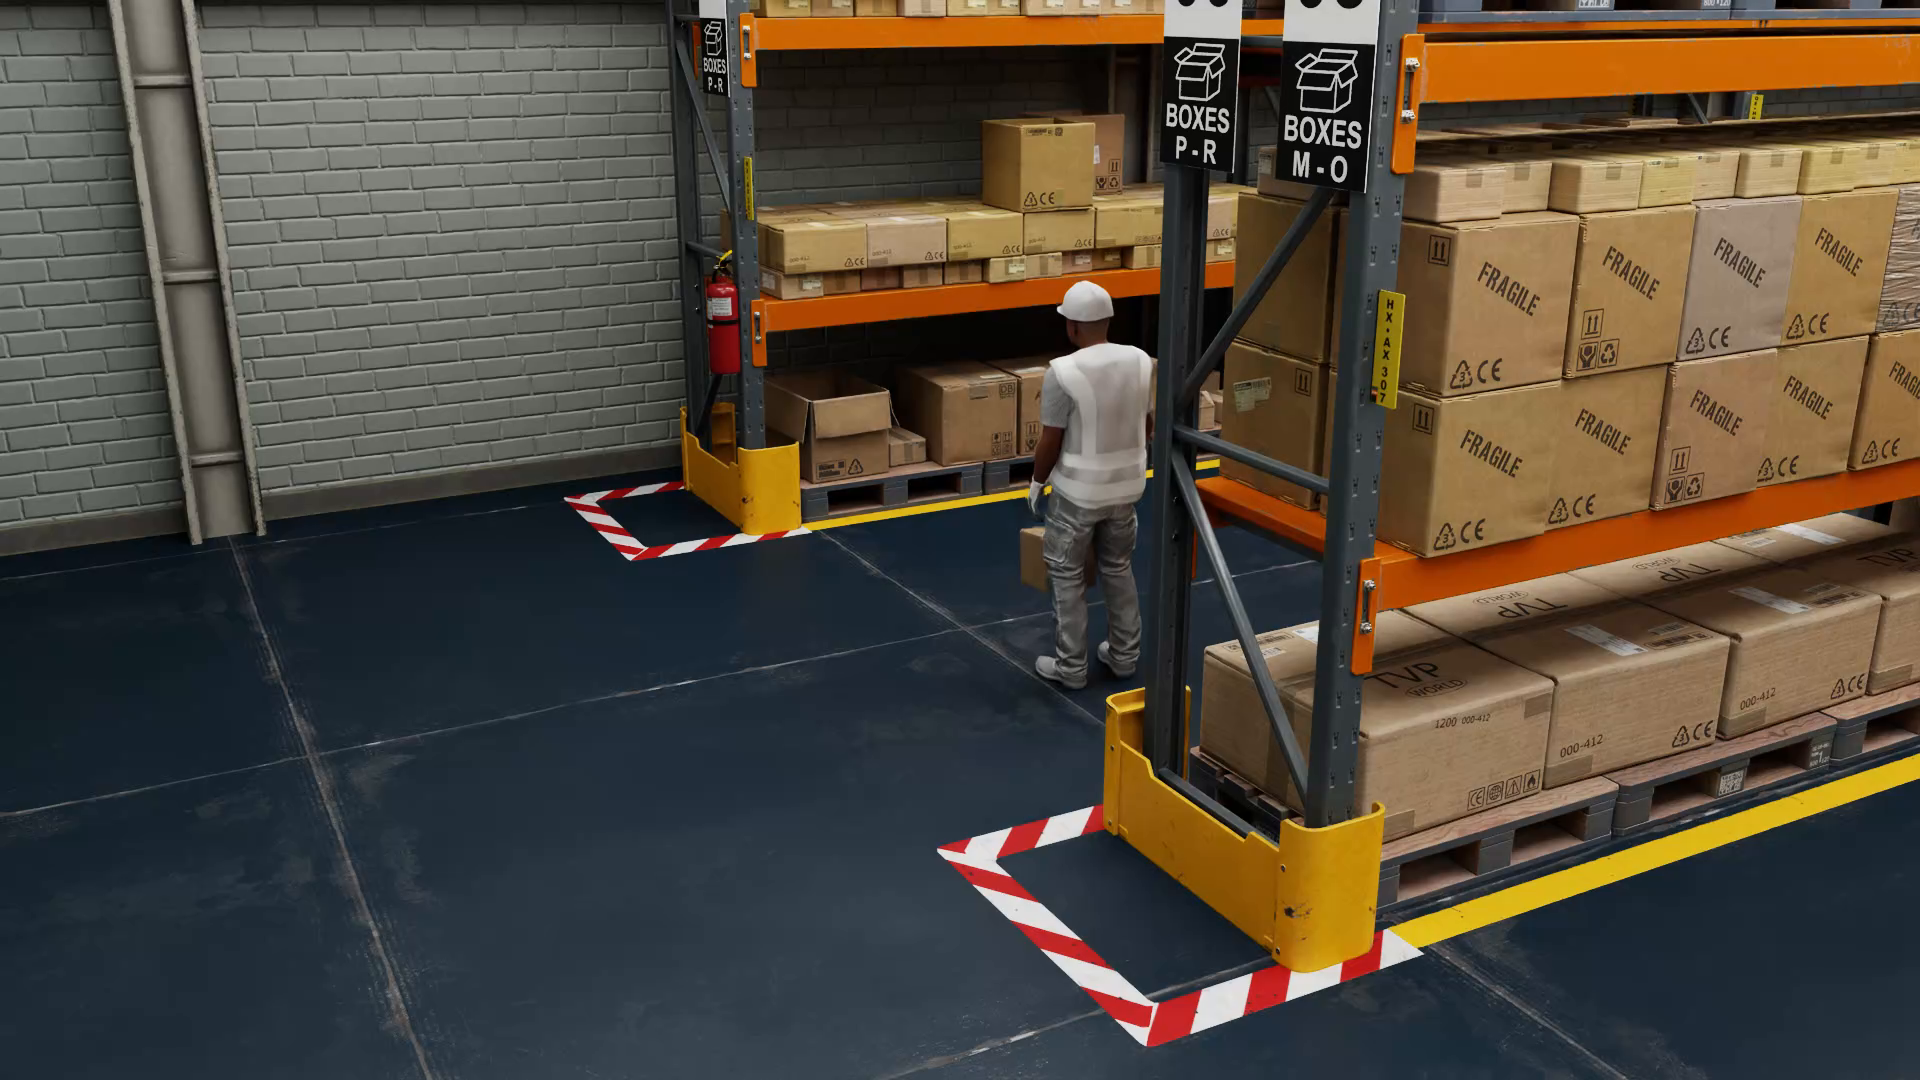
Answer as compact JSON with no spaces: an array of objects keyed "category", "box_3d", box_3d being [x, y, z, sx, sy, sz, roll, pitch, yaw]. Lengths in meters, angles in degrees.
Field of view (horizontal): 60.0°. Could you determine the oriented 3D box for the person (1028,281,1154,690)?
[{"category":"person","box_3d":[0.573,-0.228,7.220,0.578,1.780,0.417,-10,21,-28]}]
